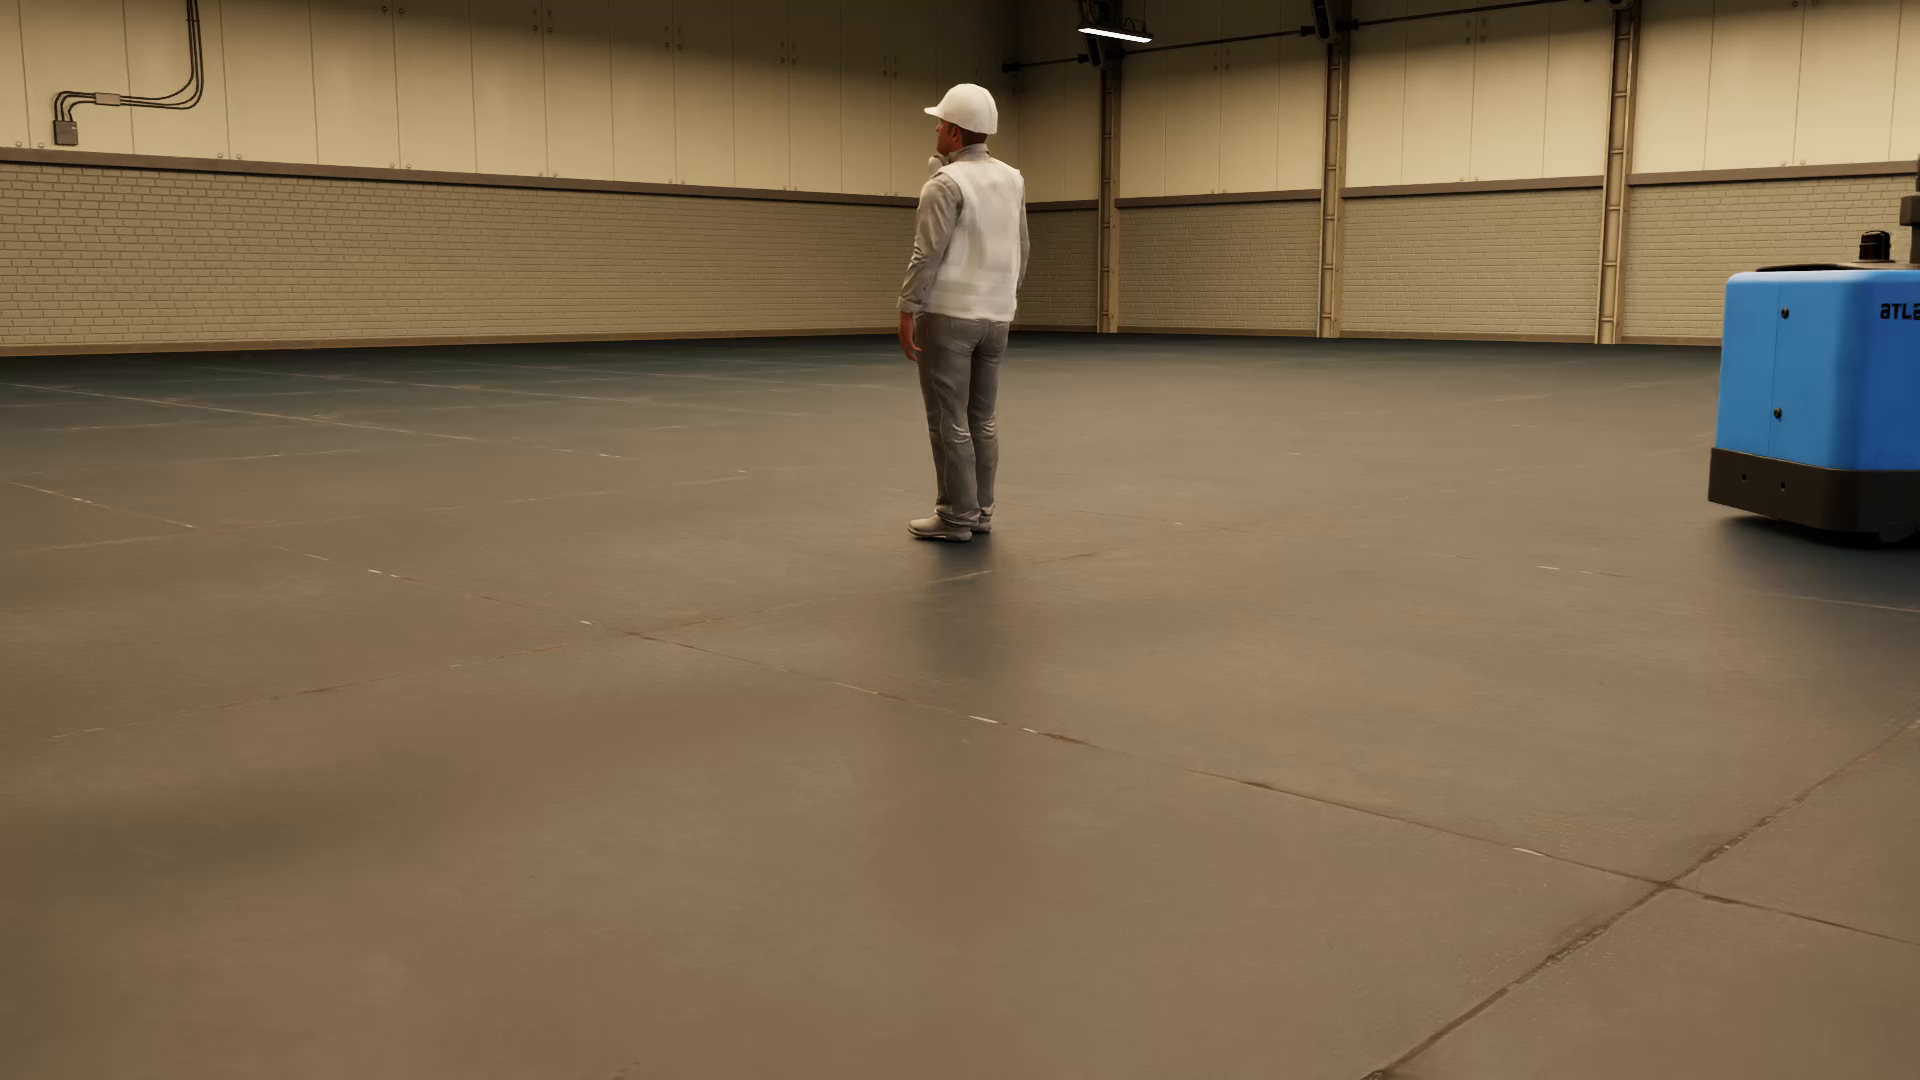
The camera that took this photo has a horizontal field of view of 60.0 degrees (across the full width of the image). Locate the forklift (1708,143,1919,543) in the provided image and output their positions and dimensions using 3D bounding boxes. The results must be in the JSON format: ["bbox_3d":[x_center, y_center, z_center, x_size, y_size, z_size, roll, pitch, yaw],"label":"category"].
[{"bbox_3d":[4.855,-1.497,6.816,3.031,2.935,1.130,0,9,-3],"label":"forklift"}]

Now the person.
[{"bbox_3d":[-0.040,-0.891,6.633,0.566,1.775,0.633,8,12,43],"label":"person"}]
